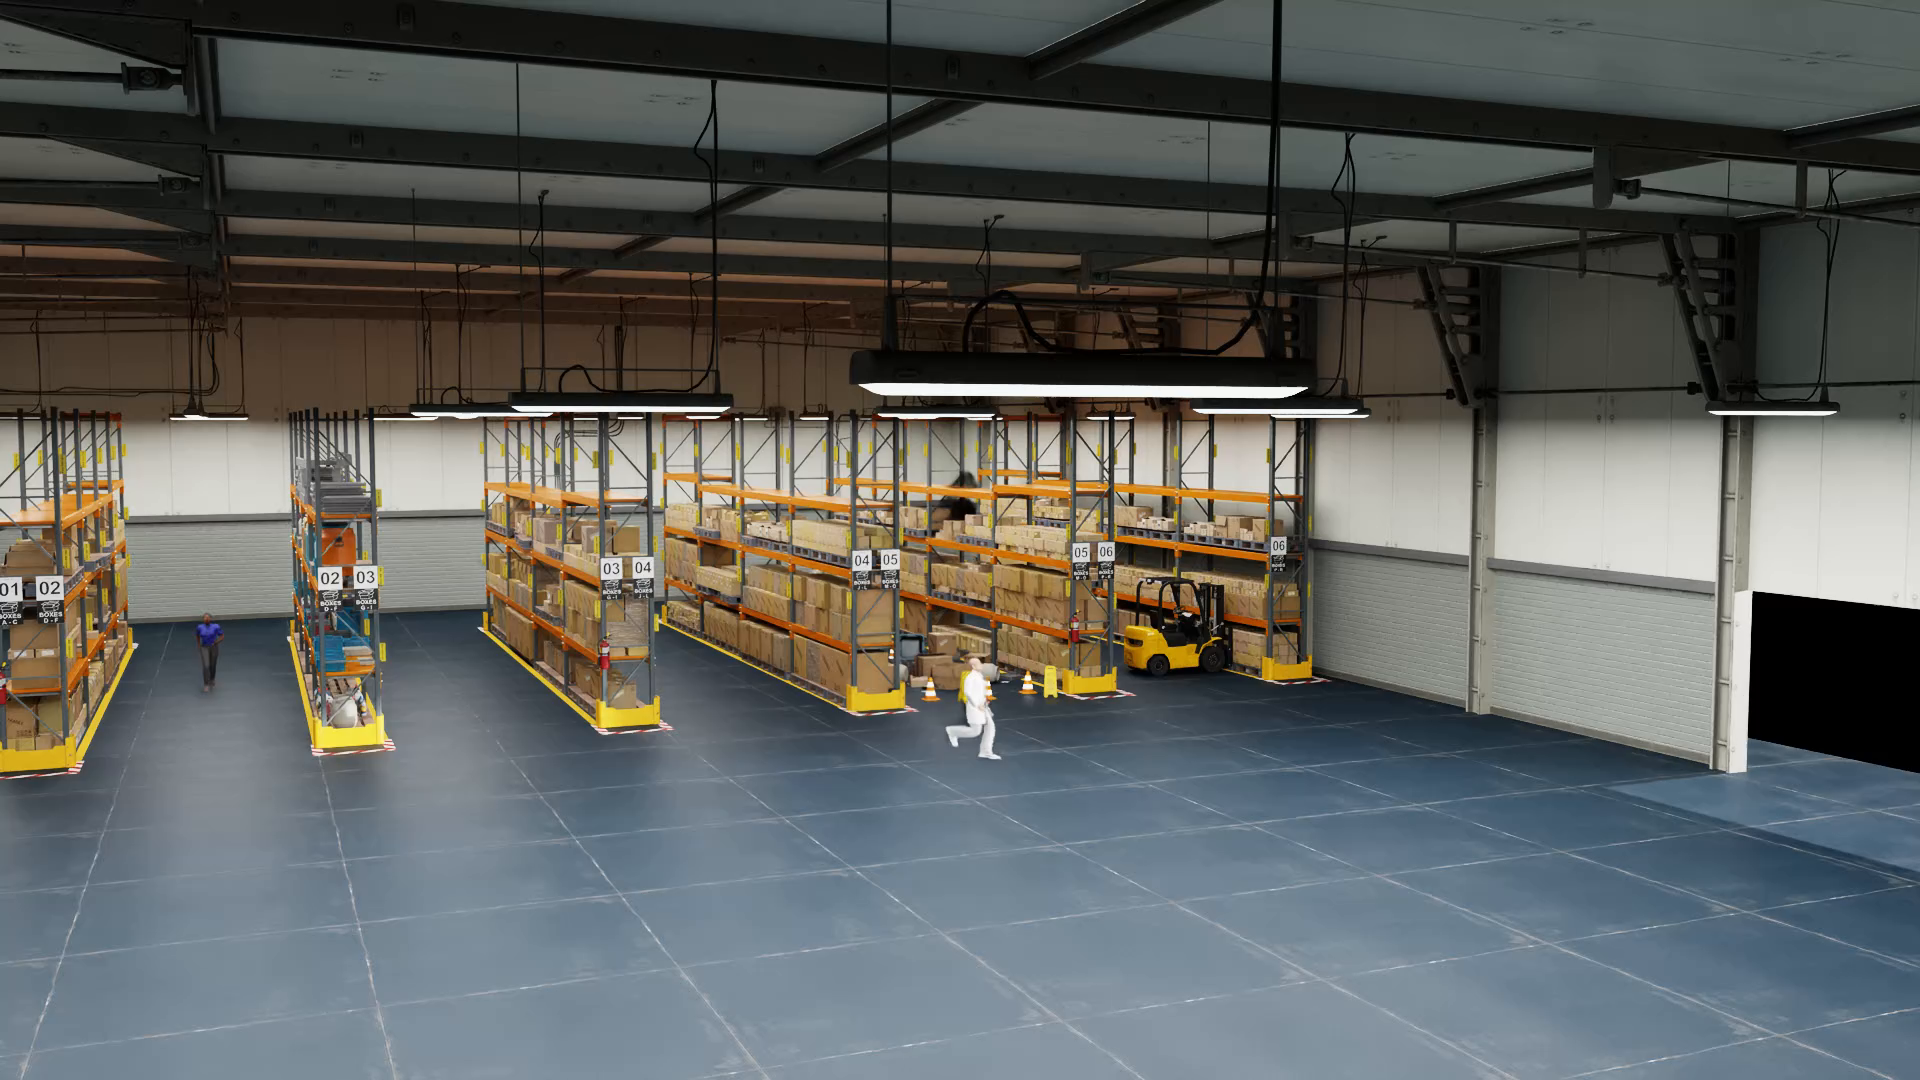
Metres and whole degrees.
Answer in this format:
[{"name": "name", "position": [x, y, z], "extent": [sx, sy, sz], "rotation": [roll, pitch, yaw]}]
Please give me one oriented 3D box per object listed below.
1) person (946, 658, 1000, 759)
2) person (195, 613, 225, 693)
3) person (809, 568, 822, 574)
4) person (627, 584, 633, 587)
[{"name": "person", "position": [0.235, 2.883, 28.464], "extent": [0.918, 1.750, 0.714], "rotation": [1, 4, 17]}, {"name": "person", "position": [-16.105, 2.396, 35.731], "extent": [0.575, 1.693, 0.780], "rotation": [-2, 4, -25]}, {"name": "person", "position": [-4.461, 1.310, 51.153], "extent": [0.798, 1.611, 0.710], "rotation": [-1, 4, -8]}, {"name": "person", "position": [-9.265, 1.610, 46.302], "extent": [0.689, 1.808, 0.672], "rotation": [-1, 4, -14]}]
